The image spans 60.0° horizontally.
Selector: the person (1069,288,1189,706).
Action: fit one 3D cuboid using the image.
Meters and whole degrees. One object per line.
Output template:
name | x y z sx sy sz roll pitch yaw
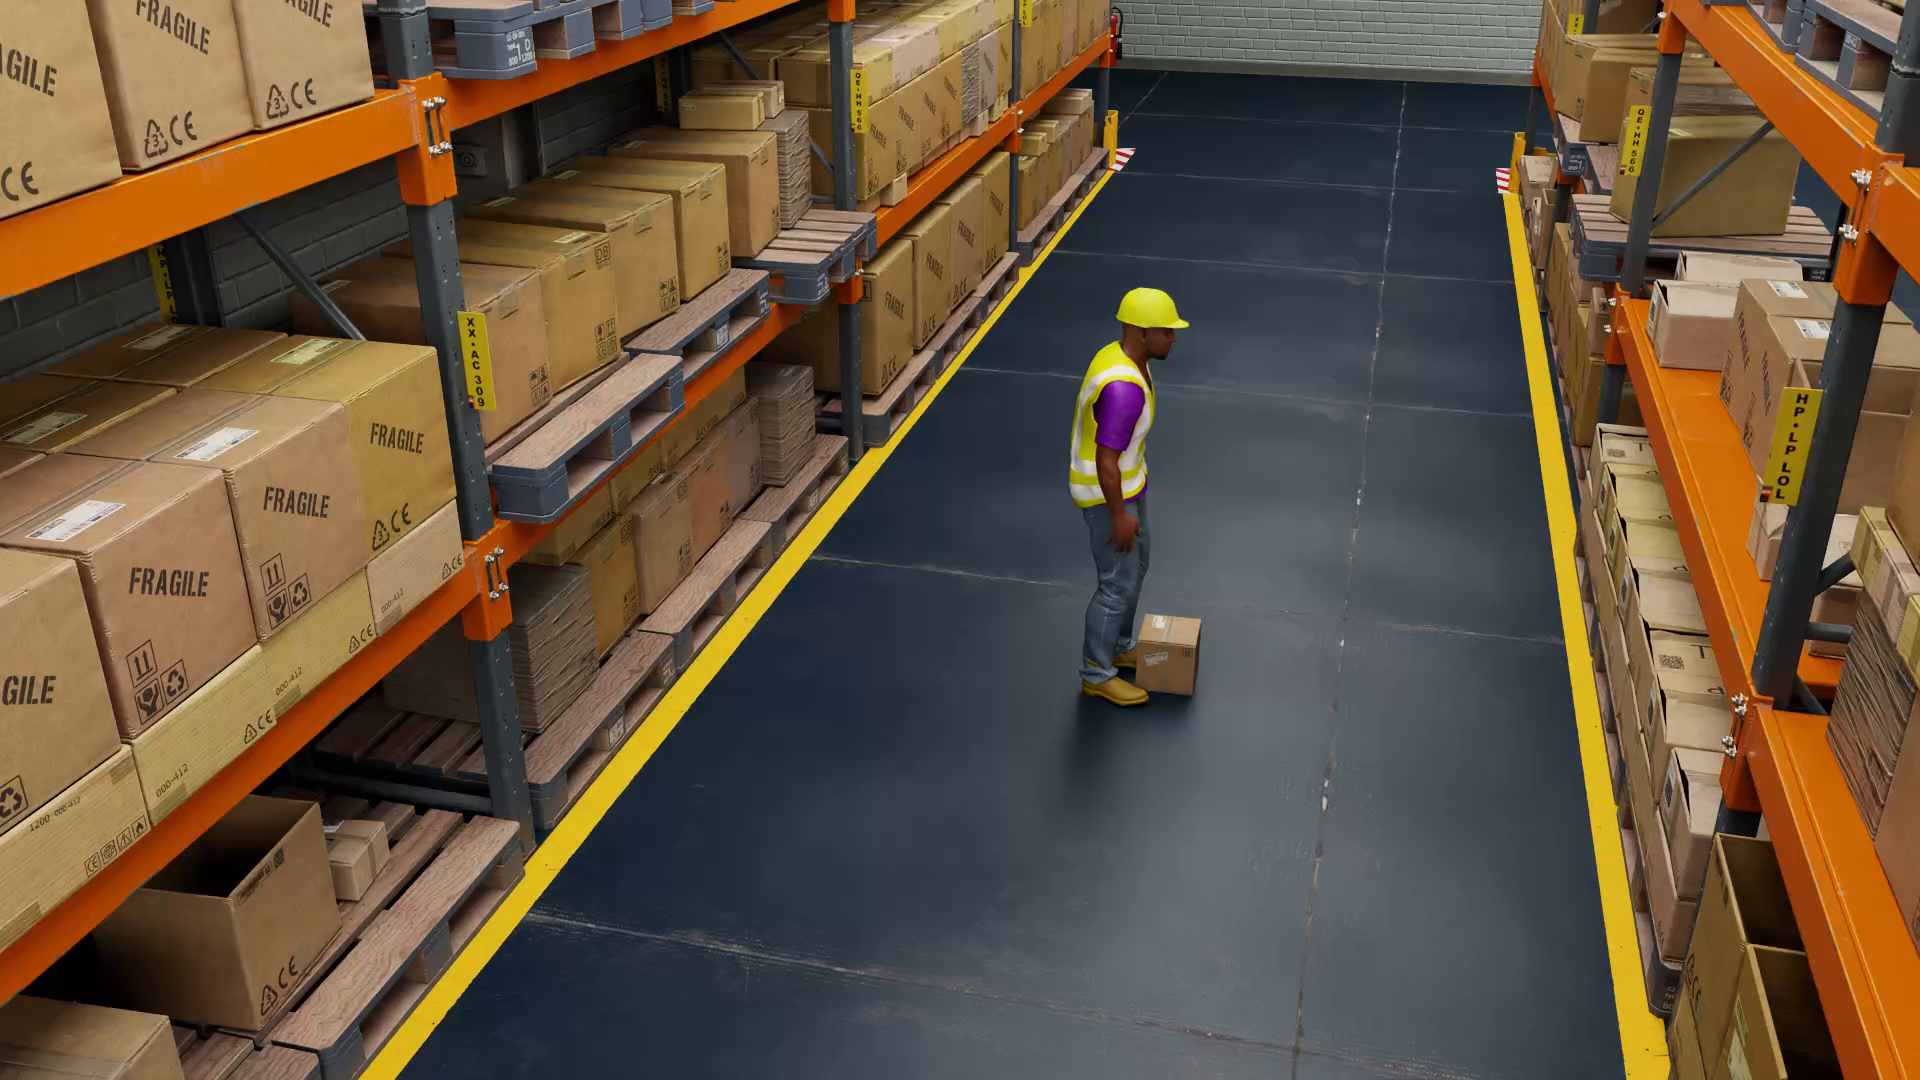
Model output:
person | 0.692 -0.204 7.026 0.458 1.756 0.634 5 26 10
